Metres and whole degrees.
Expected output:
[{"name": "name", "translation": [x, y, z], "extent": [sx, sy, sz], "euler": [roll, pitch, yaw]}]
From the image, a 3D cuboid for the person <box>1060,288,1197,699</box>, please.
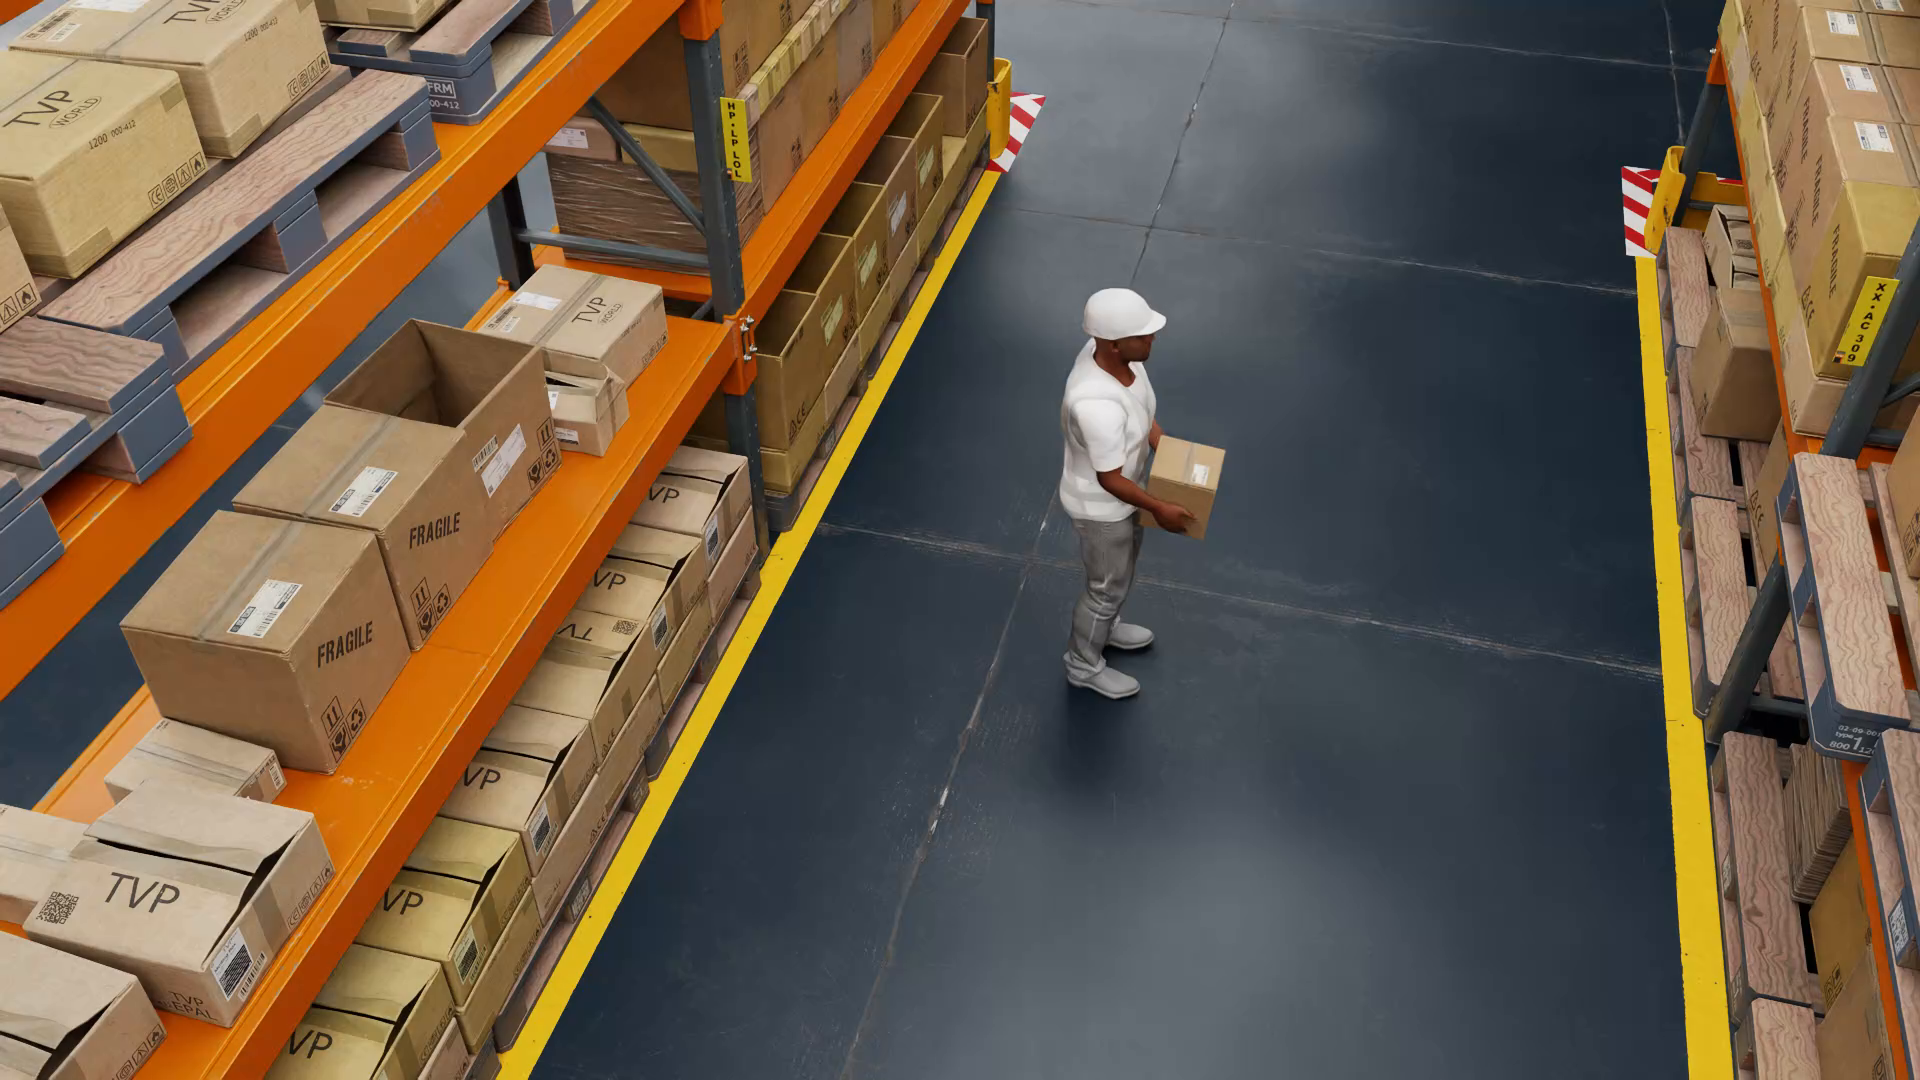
[{"name": "person", "translation": [0.649, -0.172, 6.337], "extent": [0.541, 1.770, 0.548], "euler": [10, 42, 11]}]
